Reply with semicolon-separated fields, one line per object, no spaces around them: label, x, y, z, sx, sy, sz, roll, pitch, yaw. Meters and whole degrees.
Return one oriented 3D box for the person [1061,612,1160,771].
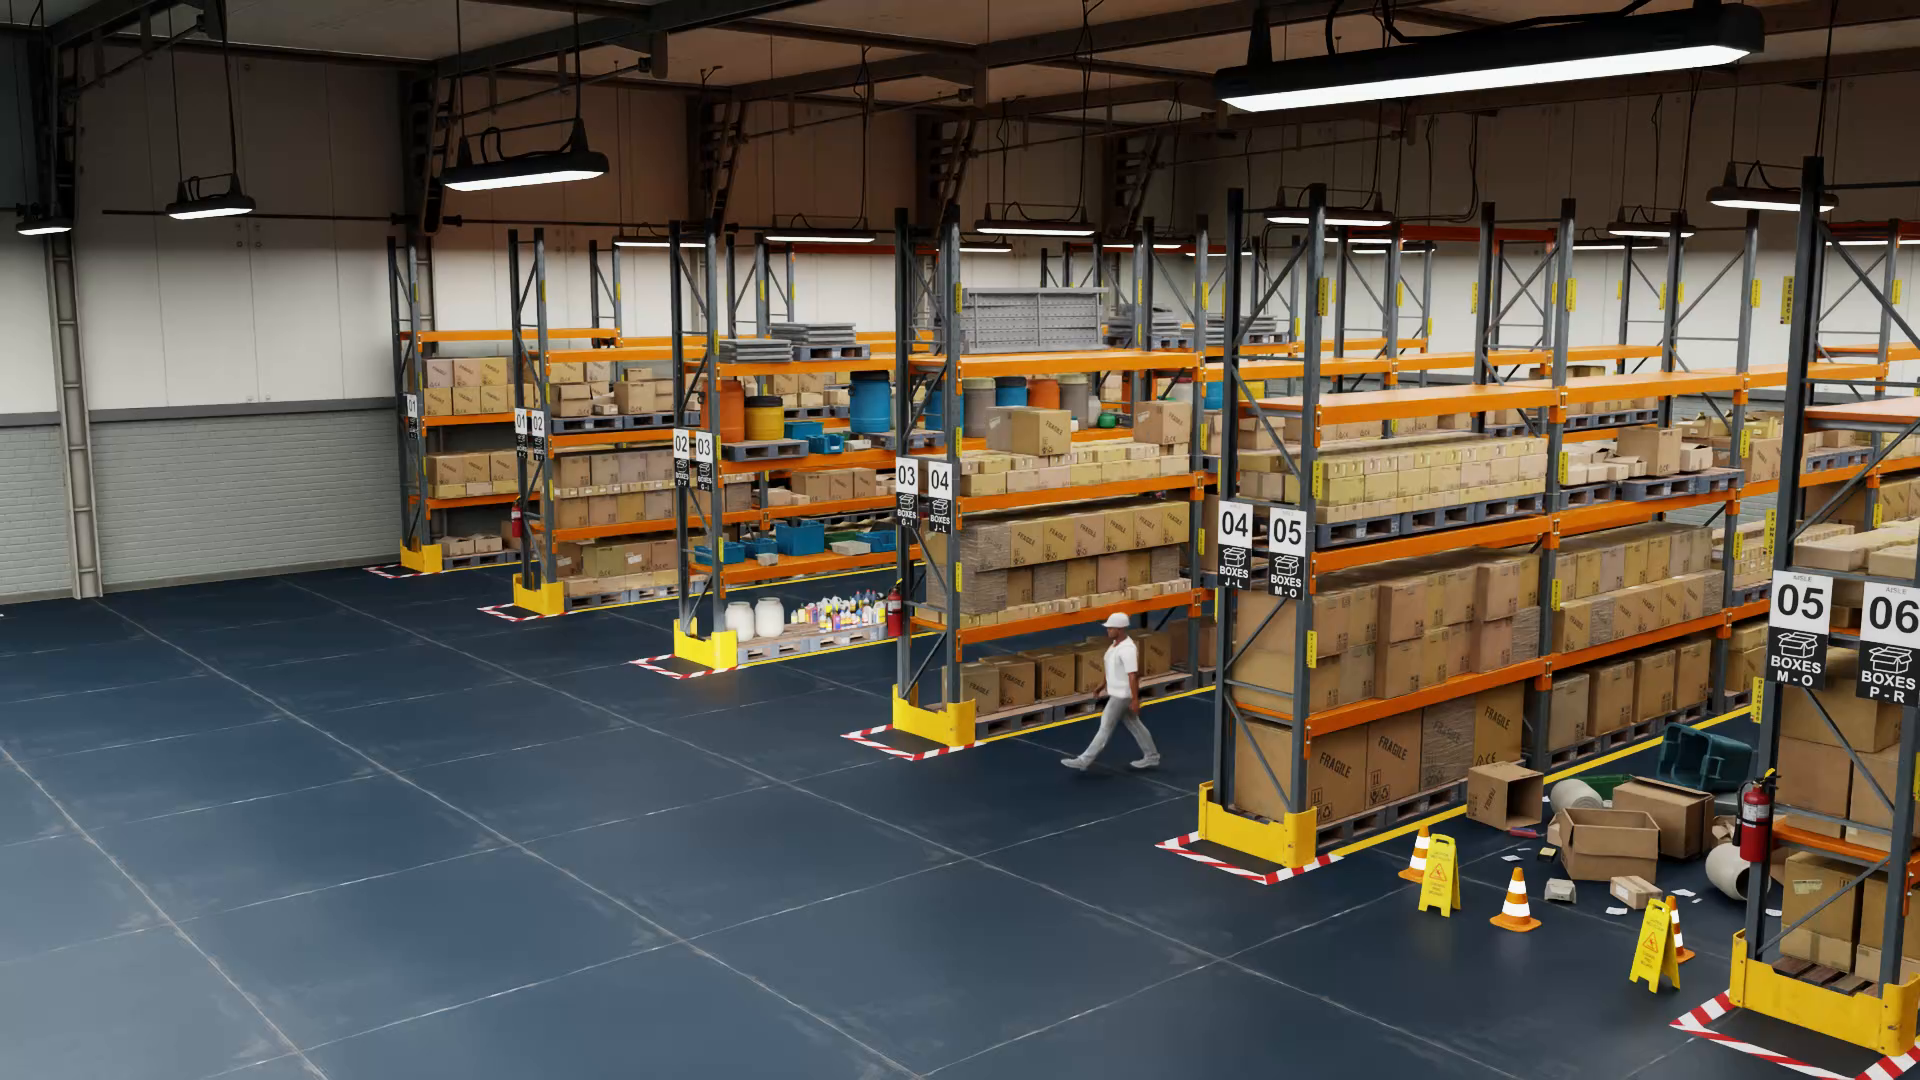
person;1.607;1.602;17.648;1.085;1.698;0.599;0;9;0
